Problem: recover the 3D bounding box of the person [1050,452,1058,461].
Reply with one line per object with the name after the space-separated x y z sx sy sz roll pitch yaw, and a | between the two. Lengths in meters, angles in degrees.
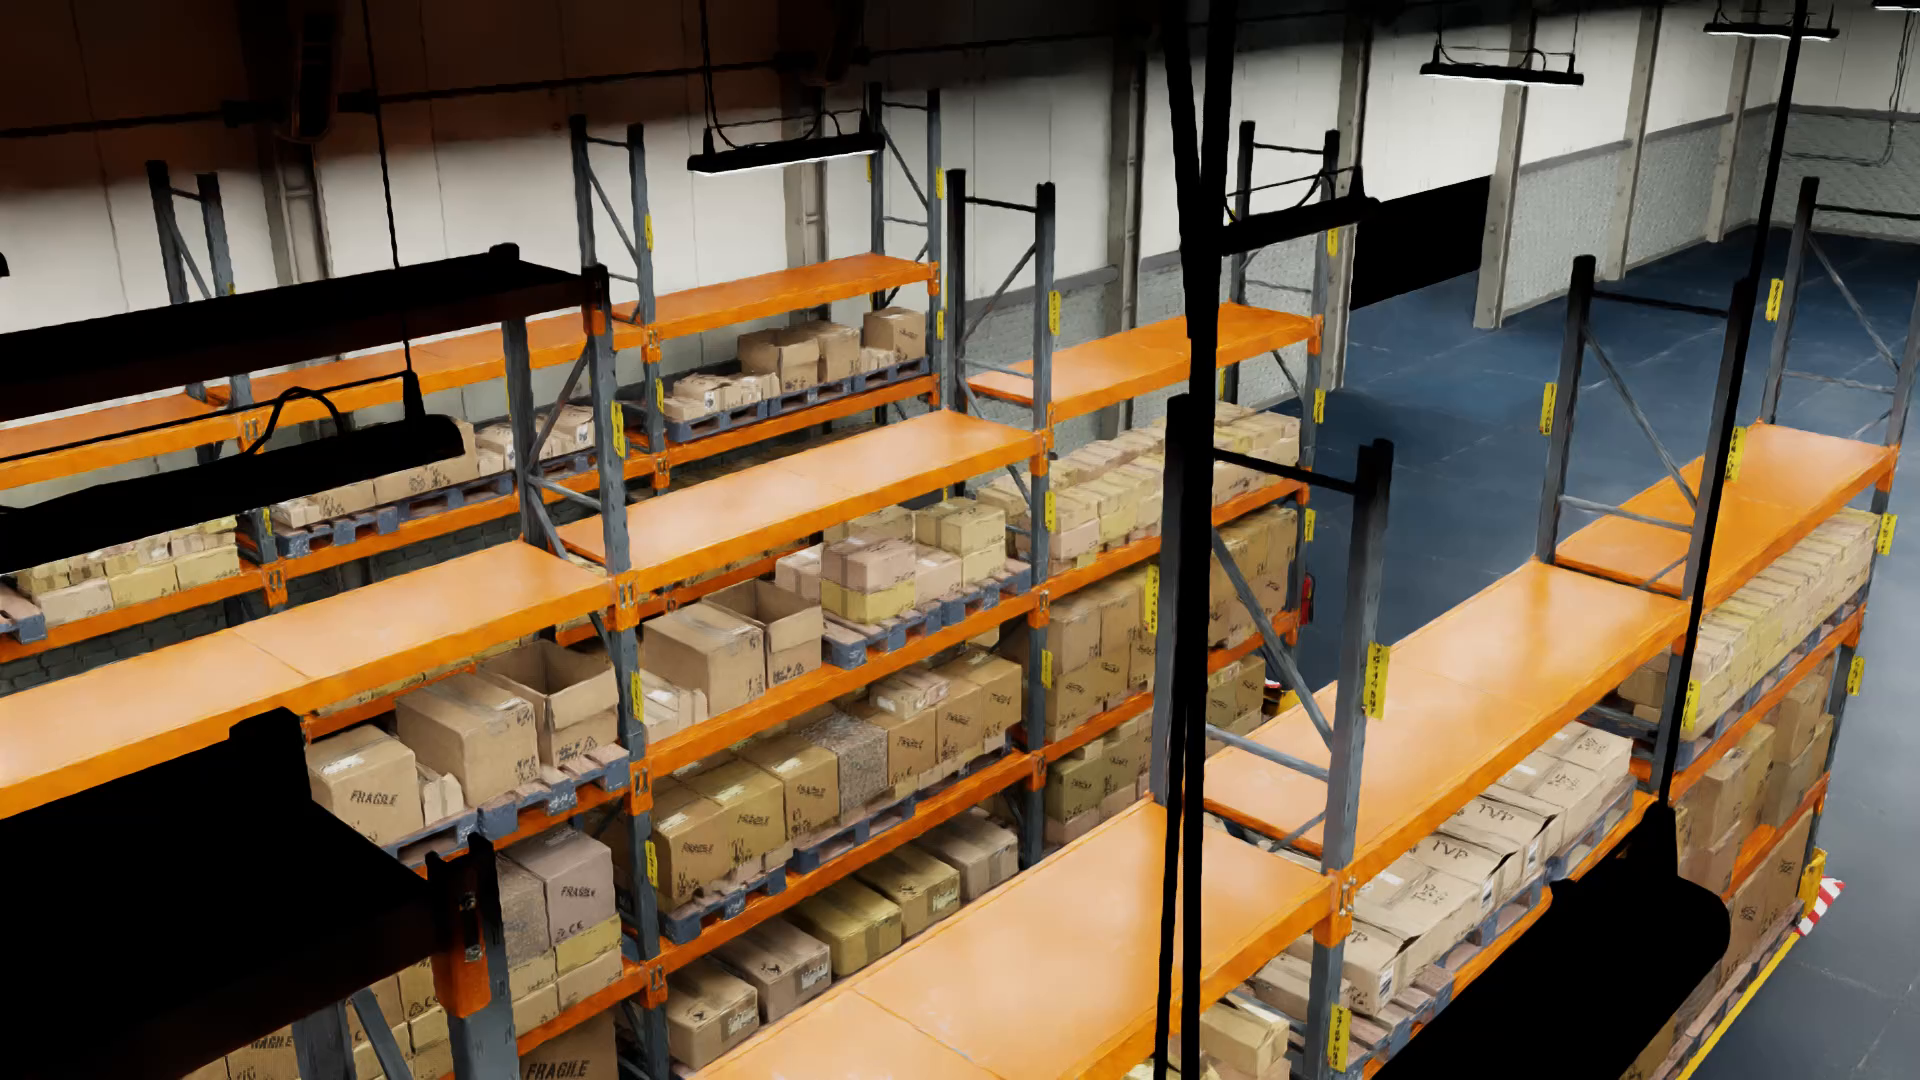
1.071 -0.319 20.599 0.445 1.591 1.110 17 27 37 | person
